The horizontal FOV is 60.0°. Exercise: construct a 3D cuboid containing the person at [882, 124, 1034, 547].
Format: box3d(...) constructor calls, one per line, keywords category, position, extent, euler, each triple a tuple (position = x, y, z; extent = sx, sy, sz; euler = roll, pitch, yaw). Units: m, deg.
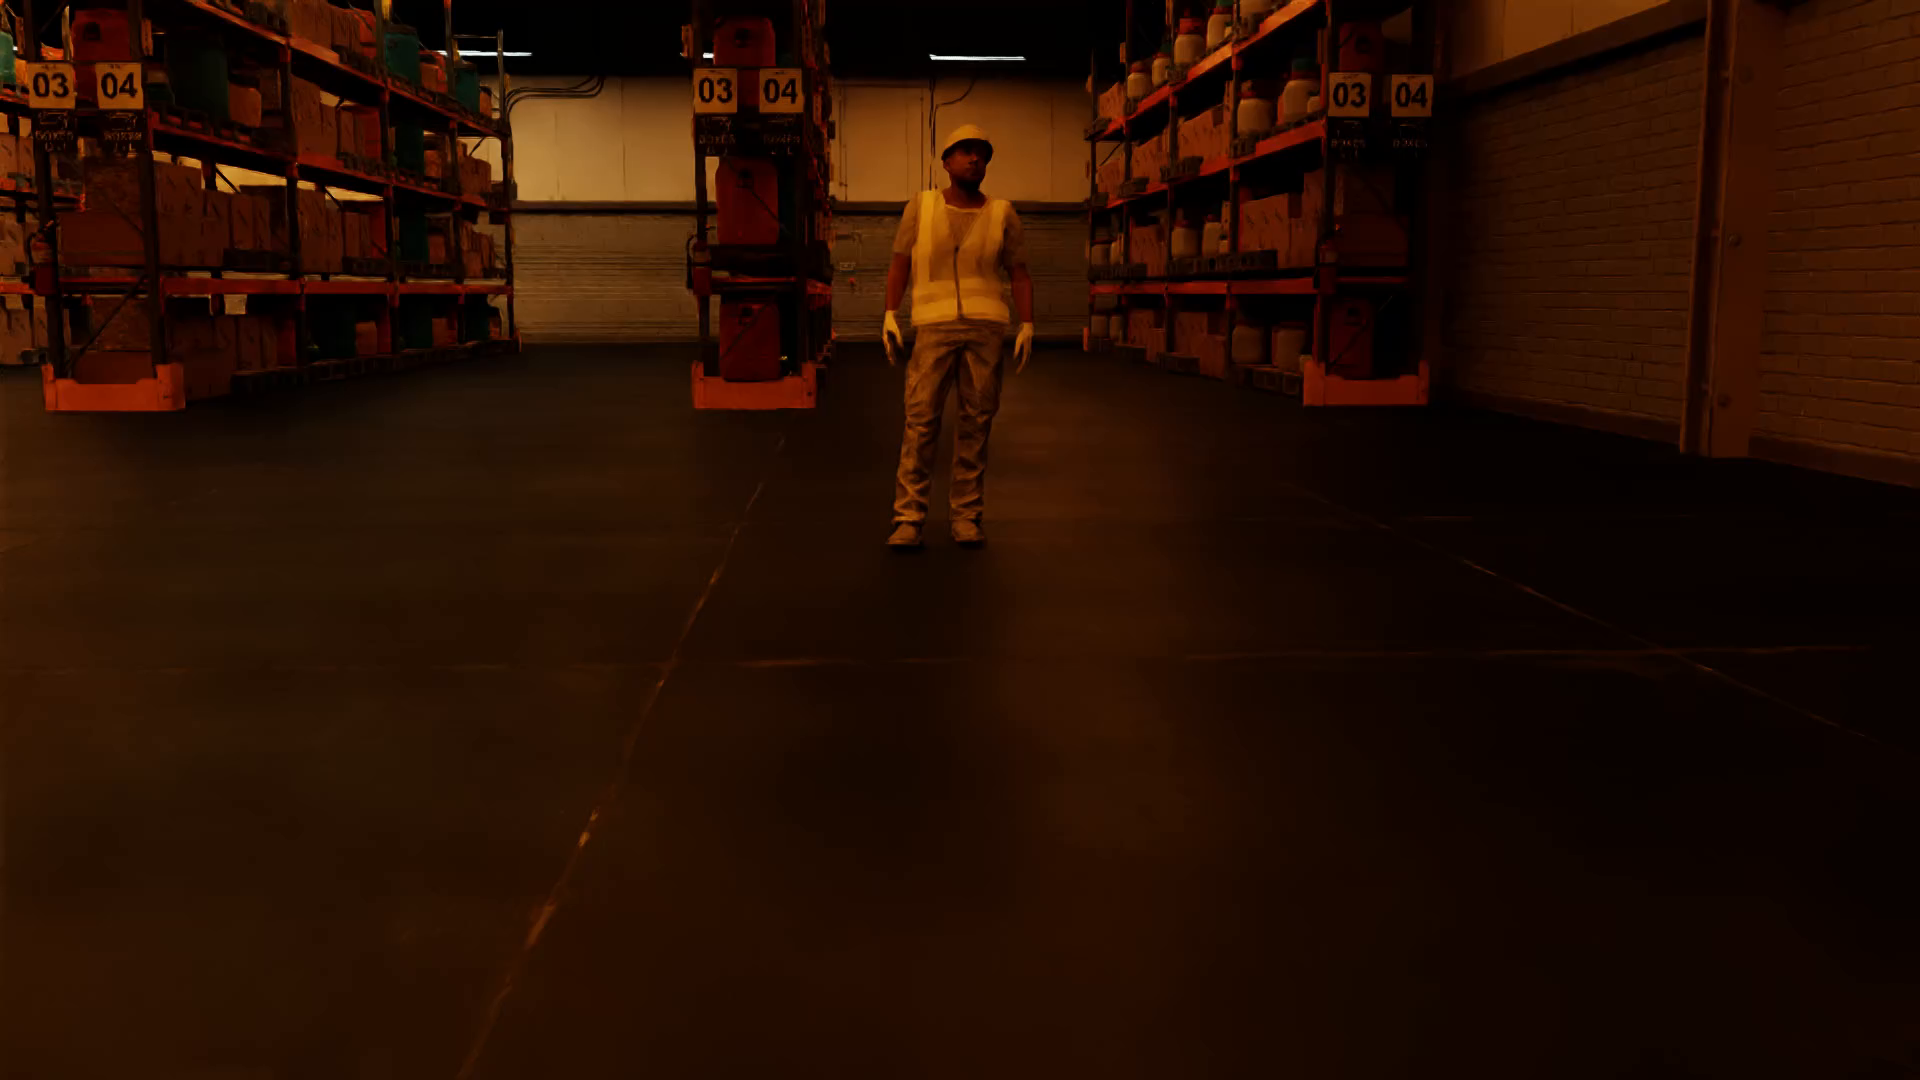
box3d(category="person", position=(-0.004, -0.878, 7.106), extent=(0.655, 1.782, 0.576), euler=(-1, 8, -4))
